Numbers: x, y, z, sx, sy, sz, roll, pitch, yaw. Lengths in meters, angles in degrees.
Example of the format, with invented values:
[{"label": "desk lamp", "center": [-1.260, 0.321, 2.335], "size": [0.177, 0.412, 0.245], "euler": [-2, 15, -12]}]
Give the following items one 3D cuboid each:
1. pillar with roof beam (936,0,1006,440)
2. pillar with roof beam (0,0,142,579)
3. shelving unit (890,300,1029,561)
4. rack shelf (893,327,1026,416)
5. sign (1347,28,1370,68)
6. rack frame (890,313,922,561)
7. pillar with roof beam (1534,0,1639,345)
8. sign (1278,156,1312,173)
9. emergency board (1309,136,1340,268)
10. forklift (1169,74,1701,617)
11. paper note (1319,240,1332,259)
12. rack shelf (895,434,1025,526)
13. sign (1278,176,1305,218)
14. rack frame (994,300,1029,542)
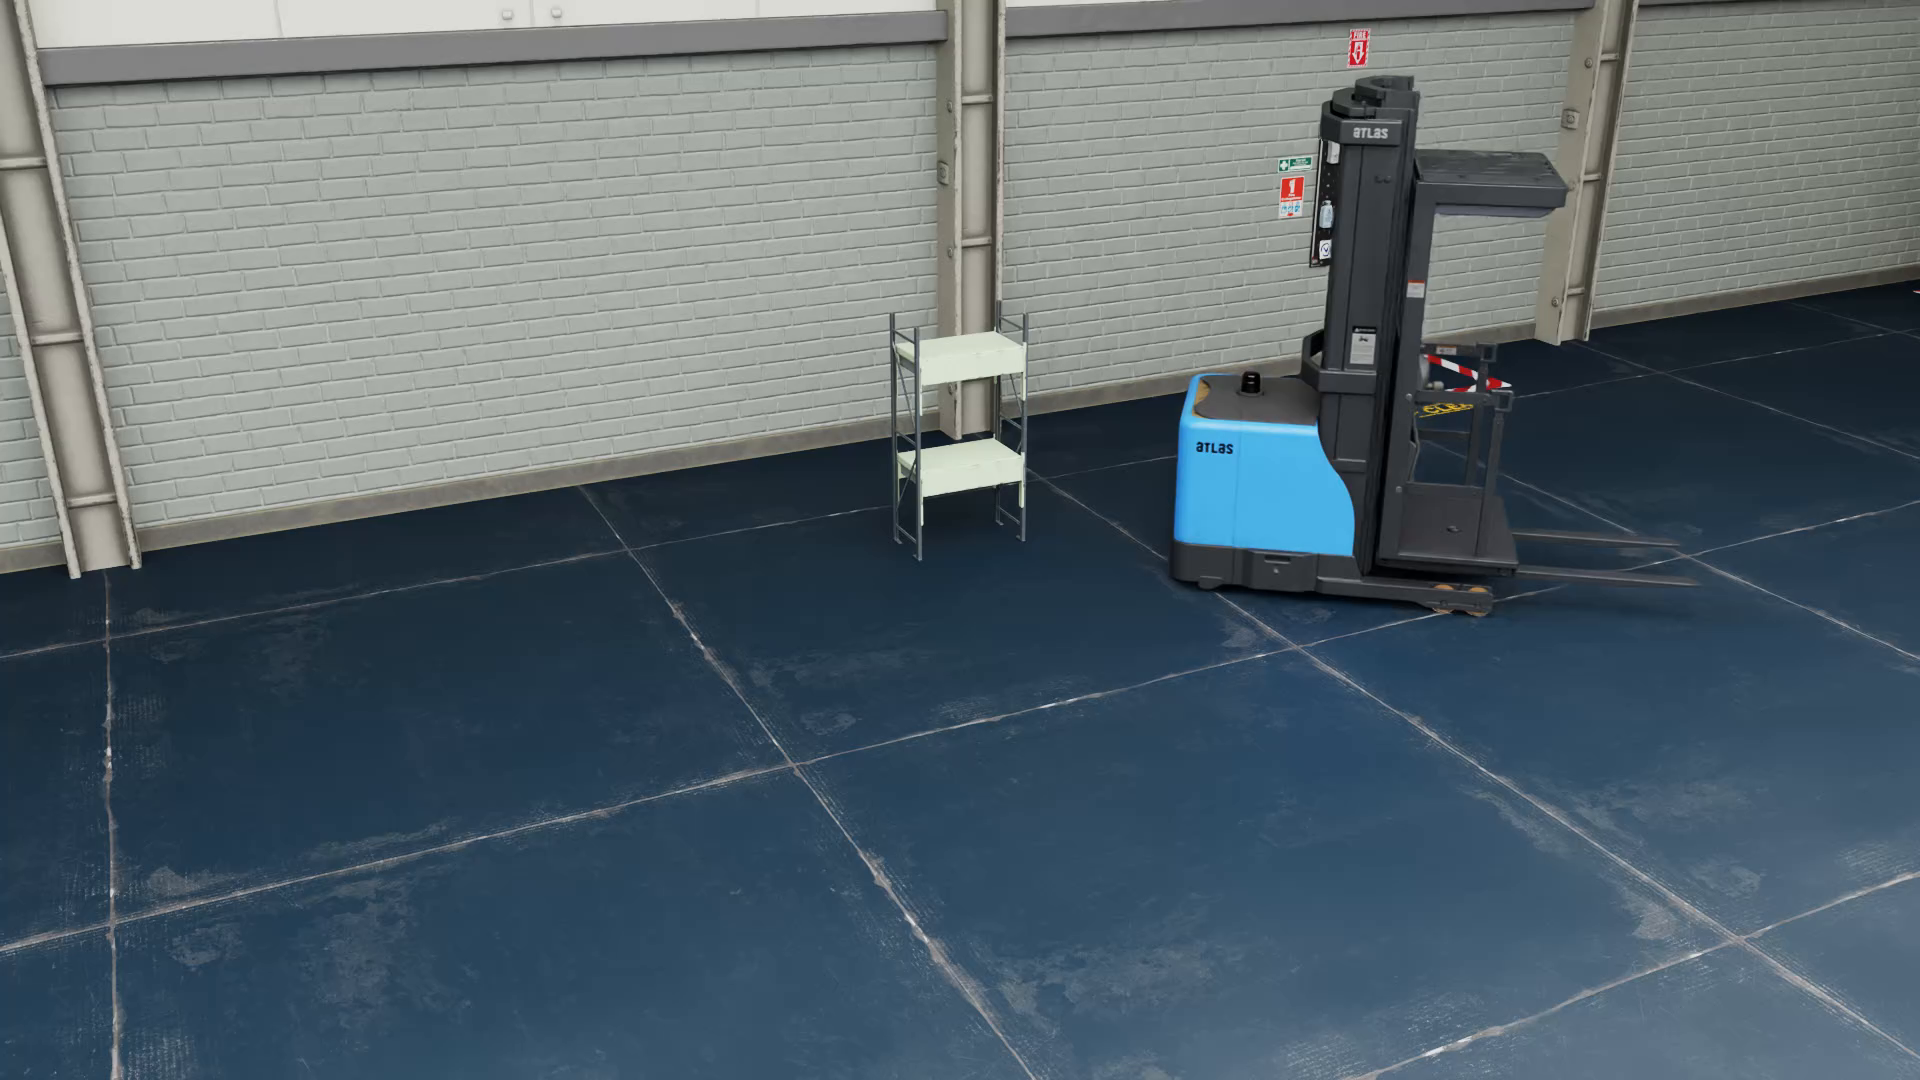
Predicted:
[{"label": "pillar with roof beam", "center": [1.942, -3.517, 7.482], "size": [0.400, 9.000, 9.100], "euler": [-10, 25, -24]}, {"label": "pillar with roof beam", "center": [-3.464, -2.522, 5.077], "size": [0.400, 9.000, 9.100], "euler": [-10, 25, -24]}, {"label": "shelving unit", "center": [-0.006, -0.692, 10.460], "size": [0.755, 1.500, 0.431], "euler": [-10, 25, -24]}, {"label": "rack shelf", "center": [-0.006, -1.052, 10.311], "size": [0.720, 0.370, 0.431], "euler": [-10, 25, -24]}, {"label": "sign", "center": [3.188, -3.932, 13.296], "size": [0.199, 0.298, 0.001], "euler": [-10, 25, -24]}, {"label": "rack frame", "center": [-0.336, -0.631, 10.314], "size": [0.023, 1.500, 0.400], "euler": [-10, 25, -24]}, {"label": "pillar with roof beam", "center": [7.349, -4.513, 9.886], "size": [0.400, 9.000, 9.100], "euler": [-10, 25, -24]}, {"label": "sign", "center": [2.703, -3.031, 13.410], "size": [0.331, 0.109, 0.001], "euler": [-10, 25, -24]}, {"label": "emergency board", "center": [3.238, -2.828, 13.659], "size": [0.643, 1.169, 0.194], "euler": [-10, 25, -24]}, {"label": "forklift", "center": [2.838, -1.131, 9.651], "size": [3.031, 2.935, 1.130], "euler": [4, 23, 11]}, {"label": "paper note", "center": [3.049, -2.415, 13.814], "size": [0.142, 0.148, 0.016], "euler": [-10, 25, -24]}, {"label": "rack shelf", "center": [-0.006, -0.391, 10.585], "size": [0.720, 0.370, 0.431], "euler": [-10, 25, -24]}, {"label": "sign", "center": [2.695, -2.788, 13.517], "size": [0.234, 0.329, 0.001], "euler": [-10, 25, -24]}, {"label": "rack frame", "center": [0.324, -0.753, 10.607], "size": [0.023, 1.500, 0.400], "euler": [-10, 25, -24]}]
